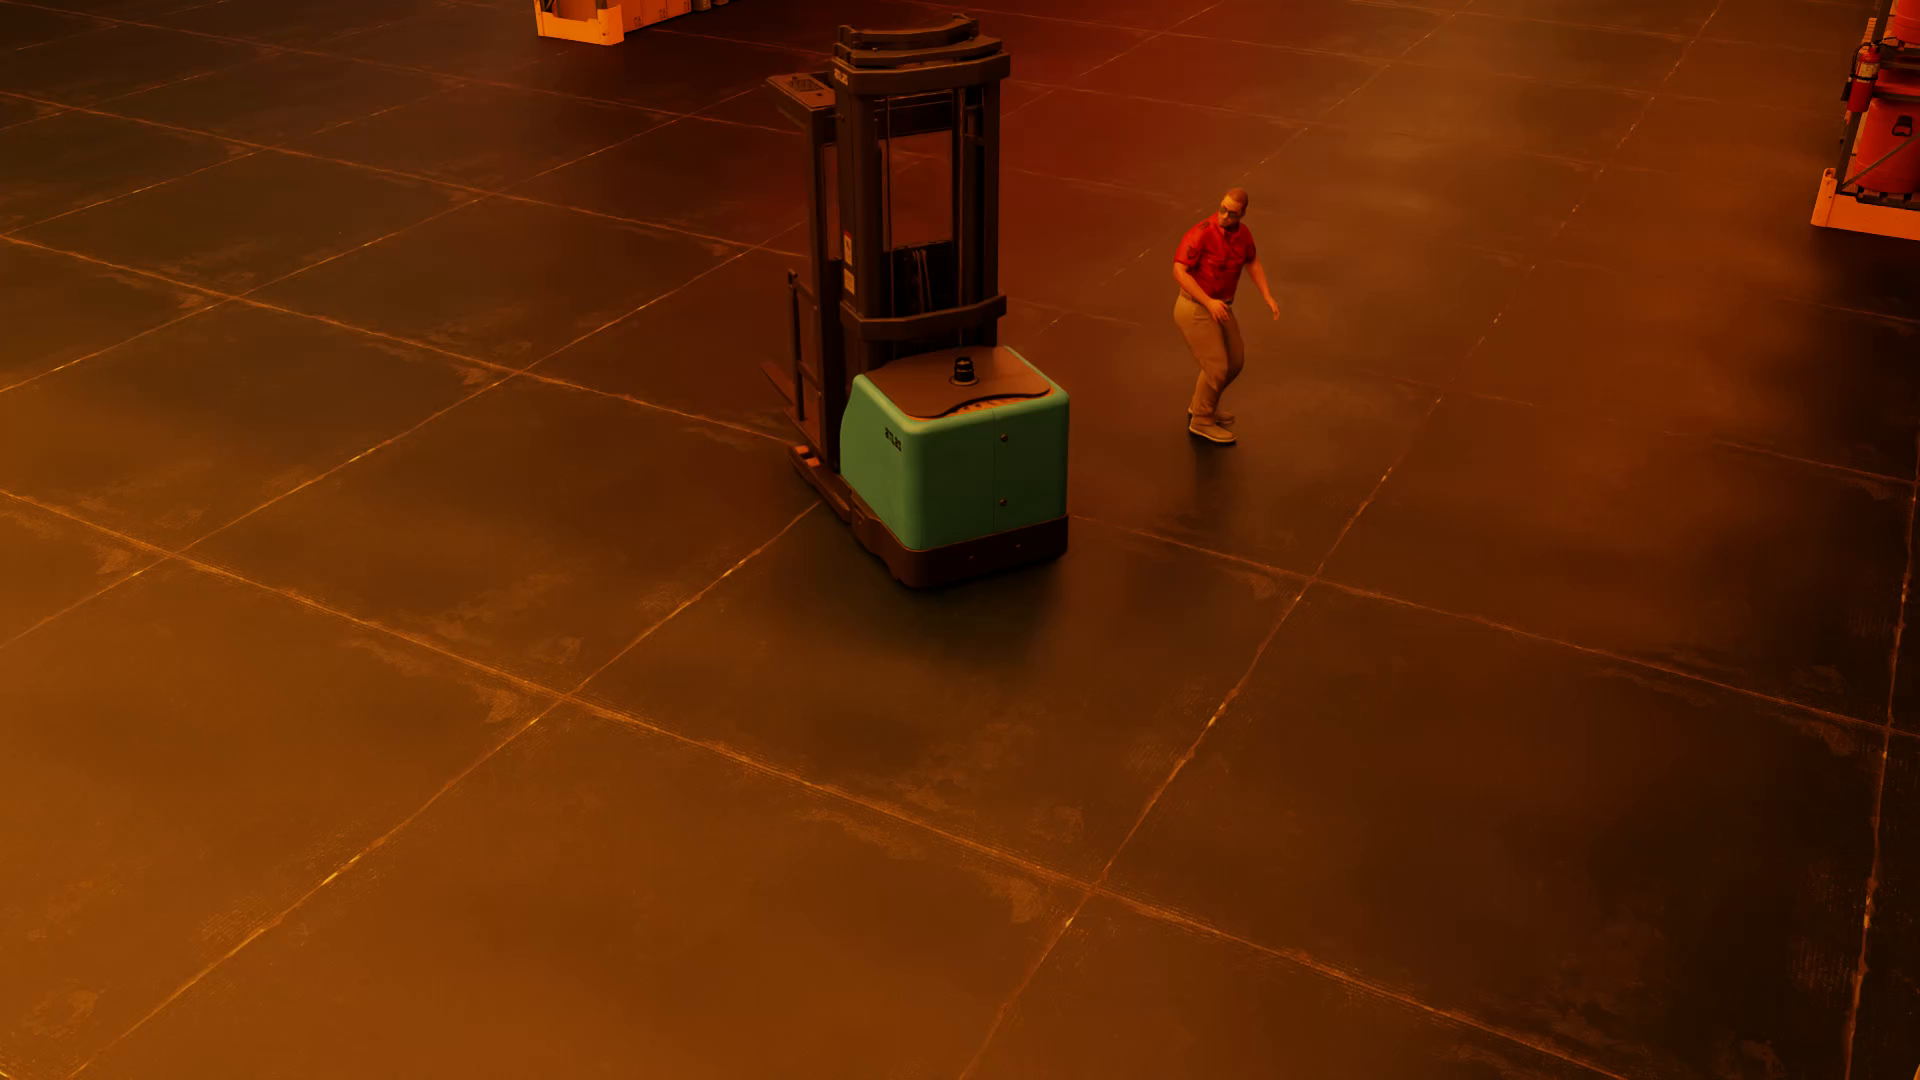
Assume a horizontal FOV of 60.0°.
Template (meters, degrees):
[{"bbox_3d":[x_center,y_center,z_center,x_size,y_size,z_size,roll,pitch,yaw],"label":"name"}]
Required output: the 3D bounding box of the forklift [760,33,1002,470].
[{"bbox_3d":[-0.494,-1.718,10.112,1.101,2.867,2.884,-13,33,-22],"label":"forklift"}]
